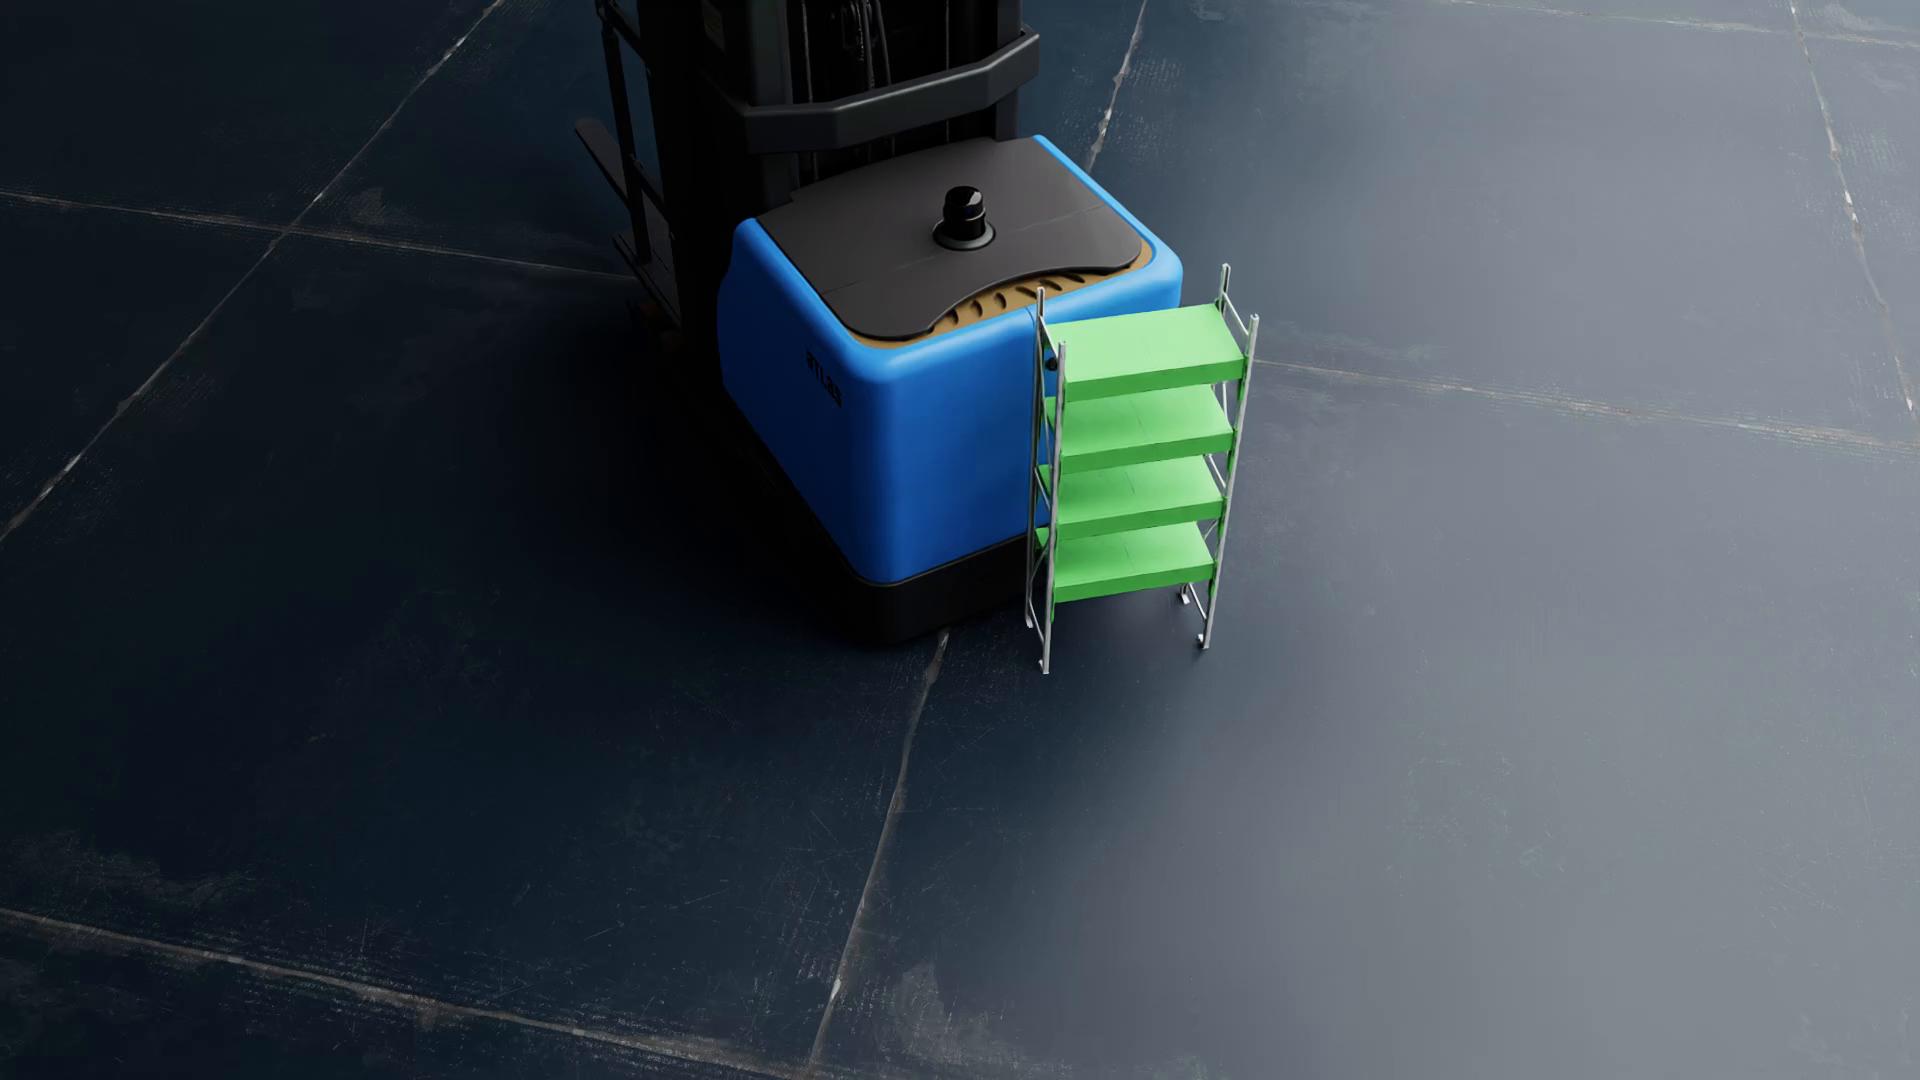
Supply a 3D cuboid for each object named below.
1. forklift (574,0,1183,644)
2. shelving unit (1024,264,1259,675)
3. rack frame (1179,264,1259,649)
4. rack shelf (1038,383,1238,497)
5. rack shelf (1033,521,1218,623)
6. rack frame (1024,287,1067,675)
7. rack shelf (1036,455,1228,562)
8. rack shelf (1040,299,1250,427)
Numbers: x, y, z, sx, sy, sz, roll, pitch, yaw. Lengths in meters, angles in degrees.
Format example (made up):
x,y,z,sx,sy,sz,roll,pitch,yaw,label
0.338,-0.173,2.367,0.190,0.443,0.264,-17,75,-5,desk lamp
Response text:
x,y,z,sx,sy,sz,roll,pitch,yaw,label
-0.526,-1.770,4.975,1.130,2.935,3.031,-21,48,-20,forklift
0.464,-0.156,4.547,0.503,1.200,0.258,-8,45,-9,shelving unit
0.703,-0.192,4.584,0.015,1.200,0.240,-8,45,-9,rack frame
0.464,-0.283,4.425,0.480,0.148,0.258,-8,45,-9,rack shelf
0.464,0.062,4.758,0.480,0.148,0.258,-8,45,-9,rack shelf
0.225,-0.121,4.511,0.015,1.200,0.240,-8,45,-9,rack frame
0.464,-0.110,4.592,0.480,0.148,0.258,-8,45,-9,rack shelf
0.464,-0.456,4.259,0.480,0.148,0.258,-8,45,-9,rack shelf
